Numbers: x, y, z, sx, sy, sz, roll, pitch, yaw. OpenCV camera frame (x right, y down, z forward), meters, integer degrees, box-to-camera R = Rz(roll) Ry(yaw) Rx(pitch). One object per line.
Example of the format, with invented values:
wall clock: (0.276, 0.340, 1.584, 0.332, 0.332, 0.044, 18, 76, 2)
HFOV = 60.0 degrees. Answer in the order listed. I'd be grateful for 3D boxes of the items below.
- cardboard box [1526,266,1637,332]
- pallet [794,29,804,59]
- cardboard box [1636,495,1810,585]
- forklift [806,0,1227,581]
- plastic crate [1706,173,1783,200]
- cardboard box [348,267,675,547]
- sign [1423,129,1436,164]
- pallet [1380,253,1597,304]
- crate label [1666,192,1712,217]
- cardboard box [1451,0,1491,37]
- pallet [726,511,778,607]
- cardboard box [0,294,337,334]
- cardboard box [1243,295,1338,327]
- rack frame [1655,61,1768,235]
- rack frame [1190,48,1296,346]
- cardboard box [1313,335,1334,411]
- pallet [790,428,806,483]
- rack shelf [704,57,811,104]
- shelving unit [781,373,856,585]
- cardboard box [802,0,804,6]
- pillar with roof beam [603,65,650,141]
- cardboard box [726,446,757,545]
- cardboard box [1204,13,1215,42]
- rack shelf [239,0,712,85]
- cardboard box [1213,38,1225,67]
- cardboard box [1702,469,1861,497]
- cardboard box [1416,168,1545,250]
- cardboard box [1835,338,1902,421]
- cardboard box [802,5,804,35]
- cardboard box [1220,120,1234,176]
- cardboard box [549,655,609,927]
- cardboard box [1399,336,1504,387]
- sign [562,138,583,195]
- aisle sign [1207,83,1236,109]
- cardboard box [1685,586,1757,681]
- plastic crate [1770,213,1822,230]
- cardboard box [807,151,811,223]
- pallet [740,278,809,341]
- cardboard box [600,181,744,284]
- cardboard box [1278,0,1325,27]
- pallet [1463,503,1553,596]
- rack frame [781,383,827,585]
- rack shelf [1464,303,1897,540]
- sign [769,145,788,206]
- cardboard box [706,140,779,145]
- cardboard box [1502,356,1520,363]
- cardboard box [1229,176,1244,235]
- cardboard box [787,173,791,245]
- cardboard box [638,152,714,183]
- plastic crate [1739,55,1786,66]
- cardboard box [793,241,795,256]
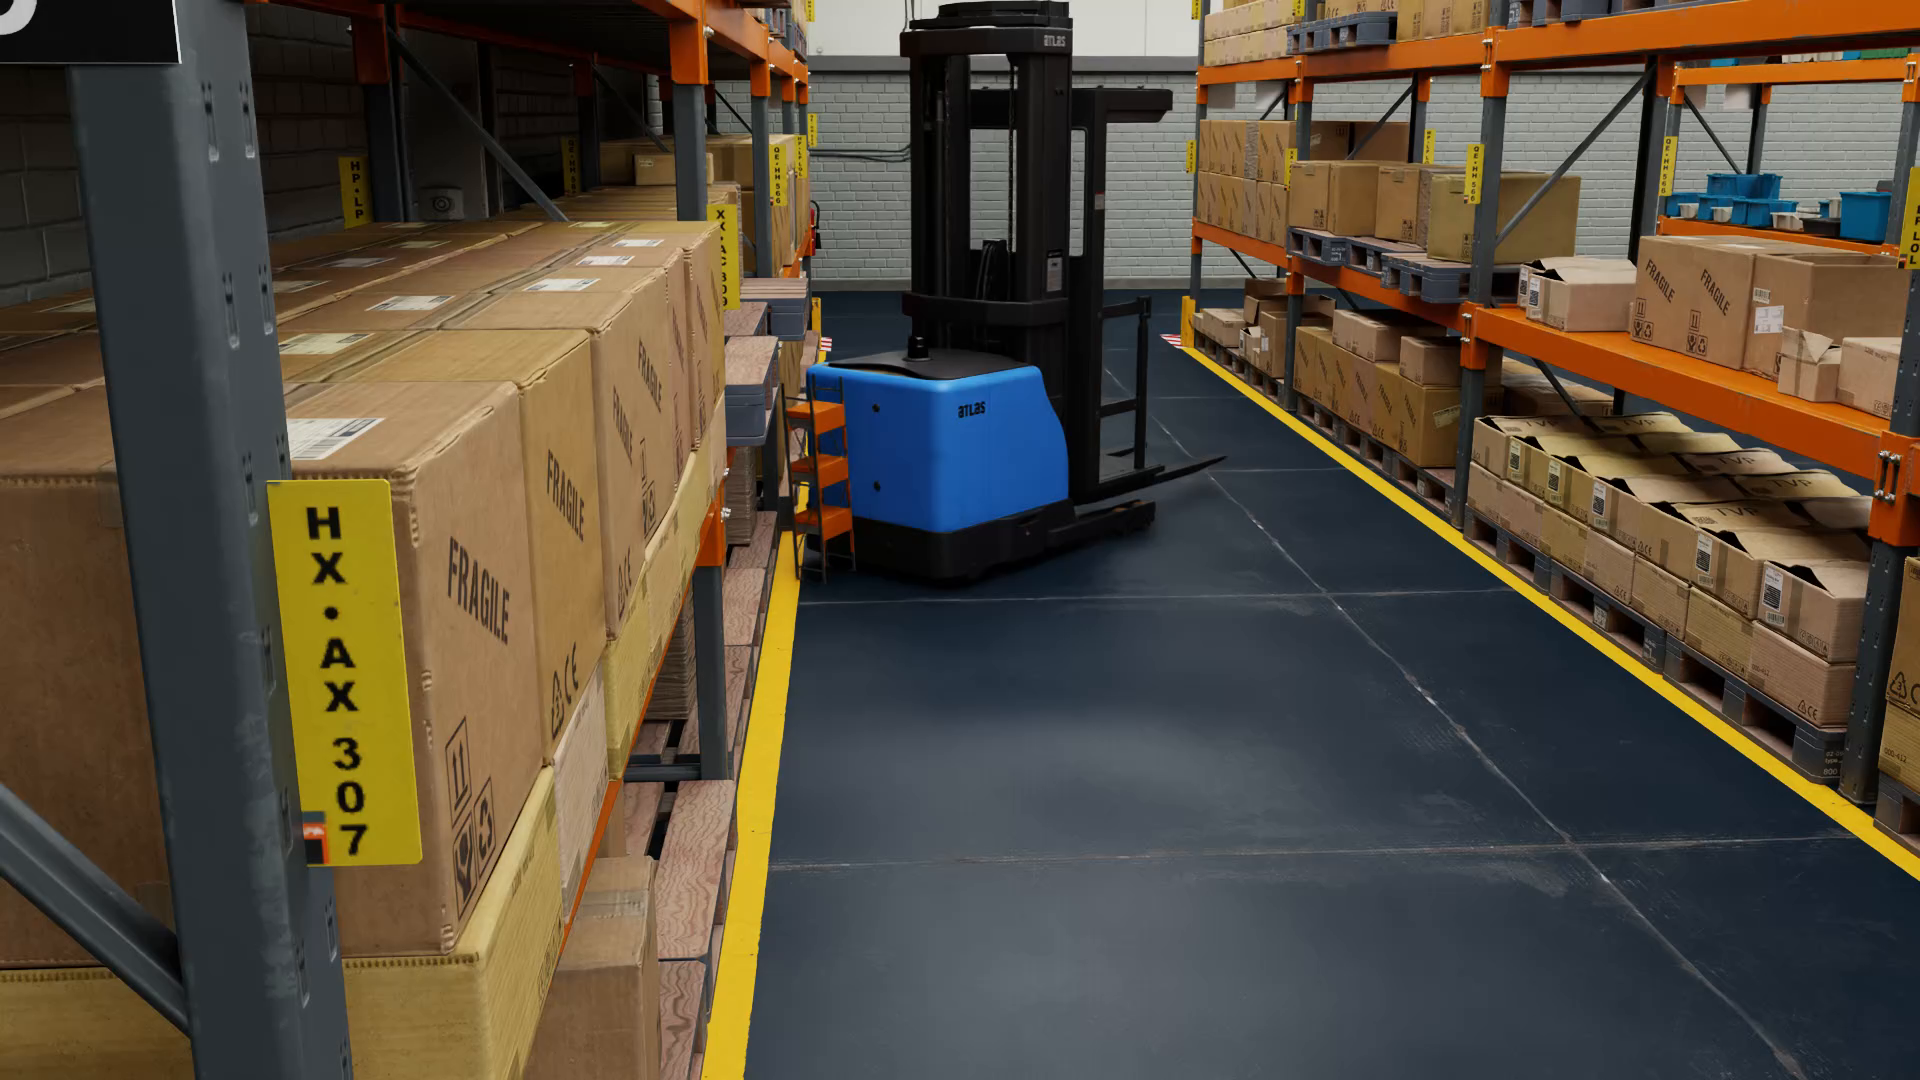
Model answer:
cardboard box: (3.272, -1.260, 8.581, 0.500, 0.311, 0.500, -1, 14, -4)
pallet: (-1.894, -4.362, 14.617, 1.003, 0.211, 1.213, -1, 14, -3)
cardboard box: (3.280, -0.027, 7.160, 0.500, 0.311, 0.500, -1, 14, -4)
forklift: (0.498, -1.515, 9.532, 1.130, 2.935, 3.031, 12, 19, 39)
plastic crate: (8.066, -3.559, 17.148, 0.616, 0.435, 0.499, -1, 14, -3)
cardboard box: (-0.858, -0.265, 3.291, 0.500, 0.500, 0.500, 0, 14, -2)
sign: (3.716, -3.093, 13.205, 0.100, 0.325, 0.005, -1, 14, -3)
pallet: (3.298, -1.603, 10.121, 1.213, 0.211, 1.003, -1, 14, -3)
crate label: (7.545, -3.475, 17.228, 0.416, 0.233, 0.303, -1, 14, -3)
cardboard box: (3.349, -3.137, 9.480, 0.910, 0.500, 0.500, -1, 14, -3)
pallet: (-1.487, 0.094, 8.738, 1.003, 0.211, 1.213, -1, 14, -3)
cardboard box: (-1.337, -0.129, 2.765, 0.500, 0.500, 0.500, -1, 14, -5)
cardboard box: (3.041, -1.994, 15.385, 0.797, 0.503, 0.637, -1, 14, -3)
rack frame: (7.858, -3.593, 17.473, 1.000, 3.000, 0.127, -1, 14, -3)
rack frame: (2.914, -3.518, 17.179, 1.000, 3.000, 0.127, -1, 14, -3)
cardboard box: (2.993, -1.269, 12.572, 0.500, 0.500, 0.500, -1, 14, -3)
pallet: (-1.580, -0.600, 11.436, 1.003, 0.211, 1.213, -1, 14, -3)
rack shelf: (-1.906, -4.047, 14.661, 1.077, 0.370, 4.000, -1, 14, -3)
shelving unit: (-0.729, -0.313, 8.602, 0.215, 1.050, 0.252, 10, 22, 34)
cardboard box: (-1.692, -5.133, 15.190, 0.500, 0.500, 0.500, 0, 14, -2)
pillar with roof beam: (1.608, -5.578, 13.147, 9.100, 9.000, 0.400, -1, 14, -3)
cardboard box: (-1.437, -0.275, 8.709, 0.700, 0.500, 0.500, -1, 14, -3)
cardboard box: (2.686, -5.008, 16.250, 0.500, 0.250, 0.500, -1, 14, -3)
rack shelf: (-1.162, -1.063, 3.062, 1.077, 0.370, 4.000, -1, 14, -3)
cardboard box: (2.711, -4.642, 15.828, 0.500, 0.250, 0.500, -1, 14, -3)
cardboard box: (3.784, -0.166, 7.701, 0.500, 0.311, 0.500, 0, 14, -2)
cardboard box: (3.392, -2.165, 10.879, 0.700, 0.500, 0.500, 2, 15, 7)
cardboard box: (3.584, -0.583, 6.072, 0.500, 0.250, 0.500, 0, 14, 0)
cardboard box: (-1.686, -4.765, 15.263, 0.500, 0.250, 0.500, -1, 14, -6)
cardboard box: (2.745, -3.682, 15.609, 0.500, 0.500, 0.500, -1, 14, -3)
cardboard box: (-0.798, 0.346, 2.421, 0.500, 0.250, 0.500, -1, 14, -5)
cardboard box: (3.110, -1.137, 10.554, 0.500, 0.250, 0.500, 0, 14, -1)
sign: (-2.088, -2.002, 8.965, 0.100, 0.325, 0.005, -1, 14, -3)
aisle sign: (2.617, -4.789, 16.904, 0.394, 0.787, 0.004, -1, 14, -3)
cardboard box: (3.313, 0.370, 6.743, 0.500, 0.250, 0.500, -1, 14, -4)
plastic crate: (7.698, -2.928, 15.297, 0.293, 0.136, 0.466, -1, 14, -3)
cardboard box: (-1.988, -3.459, 16.349, 0.980, 0.700, 0.700, 0, 14, -1)
pallet: (-1.383, -1.182, 8.487, 1.213, 0.211, 1.003, -1, 14, -3)
cardboard box: (-1.495, -1.596, 8.625, 0.700, 0.500, 0.500, -3, 15, -10)
cardboard box: (2.861, -4.262, 13.349, 0.500, 0.250, 0.500, -1, 14, -3)
pallet: (3.422, 0.028, 8.996, 1.003, 0.211, 1.213, -1, 14, -3)
rack frame: (-0.799, -0.279, 8.508, 0.200, 1.050, 0.008, 10, 22, 34)
rack shelf: (3.534, -0.682, 7.603, 1.077, 0.370, 4.000, -1, 14, -3)
sign: (-0.993, -1.984, 9.053, 0.100, 0.325, 0.005, -1, 14, -3)
cardboard box: (-1.339, -2.267, 9.974, 0.500, 0.250, 0.500, -1, 14, -4)
cardboard box: (3.565, -1.033, 11.655, 0.500, 0.500, 0.500, -1, 14, -5)
cardboard box: (2.774, -3.074, 15.255, 0.500, 0.500, 0.500, -1, 14, -3)
cardboard box: (-1.437, -2.285, 11.550, 0.500, 0.500, 0.500, -1, 14, -3)
cardboard box: (-1.483, -1.941, 8.666, 0.380, 0.149, 0.250, -3, 15, -11)
plastic crate: (7.679, -4.632, 15.613, 0.504, 0.338, 0.767, -1, 14, -3)
cardboard box: (-1.439, -2.192, 12.488, 0.380, 0.149, 0.250, -1, 14, -2)
